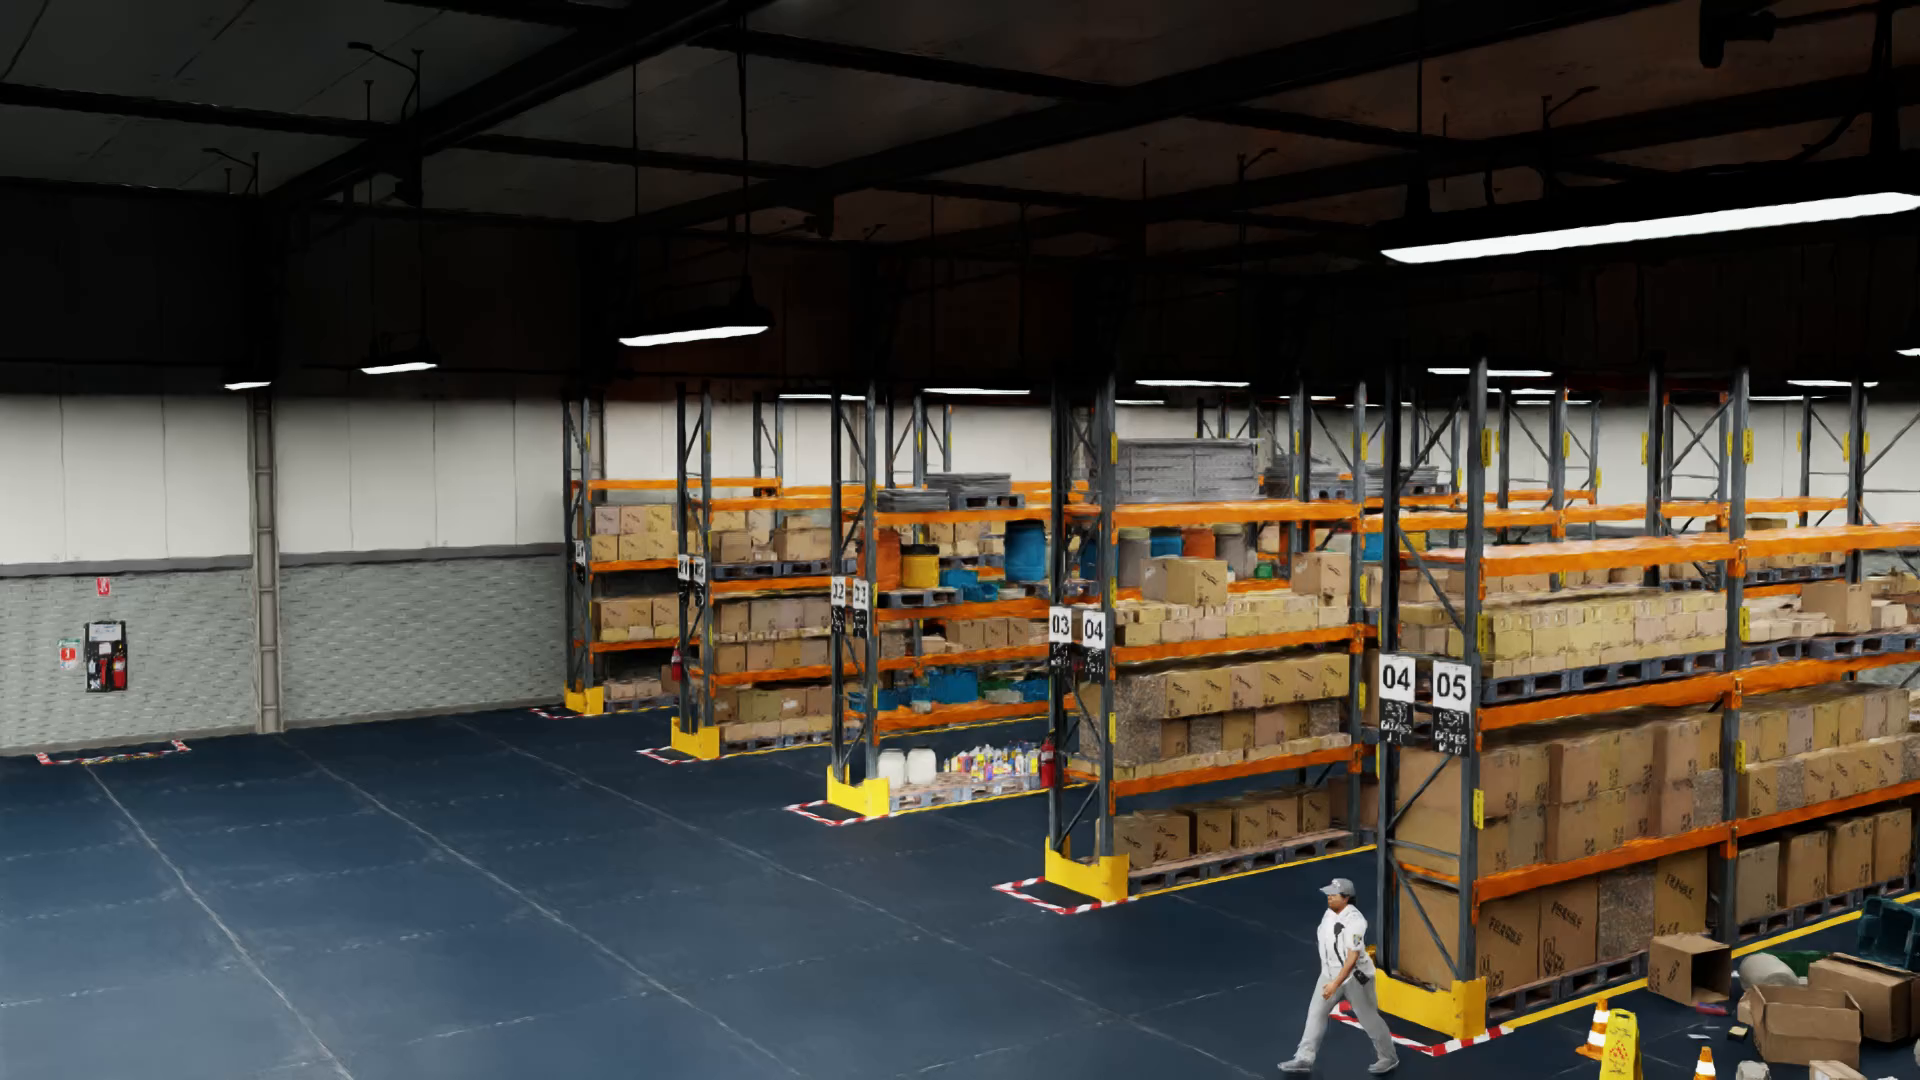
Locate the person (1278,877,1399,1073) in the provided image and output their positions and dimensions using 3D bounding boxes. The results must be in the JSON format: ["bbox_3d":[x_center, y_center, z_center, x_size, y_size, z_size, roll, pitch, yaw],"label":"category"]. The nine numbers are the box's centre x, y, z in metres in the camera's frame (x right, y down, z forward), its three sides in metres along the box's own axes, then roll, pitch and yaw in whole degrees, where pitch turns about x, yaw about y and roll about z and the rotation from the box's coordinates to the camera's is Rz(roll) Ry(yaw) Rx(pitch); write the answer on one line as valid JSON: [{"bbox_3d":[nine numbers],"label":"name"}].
[{"bbox_3d":[3.068,3.492,13.332,0.985,1.594,0.479,-2,4,-25],"label":"person"}]
